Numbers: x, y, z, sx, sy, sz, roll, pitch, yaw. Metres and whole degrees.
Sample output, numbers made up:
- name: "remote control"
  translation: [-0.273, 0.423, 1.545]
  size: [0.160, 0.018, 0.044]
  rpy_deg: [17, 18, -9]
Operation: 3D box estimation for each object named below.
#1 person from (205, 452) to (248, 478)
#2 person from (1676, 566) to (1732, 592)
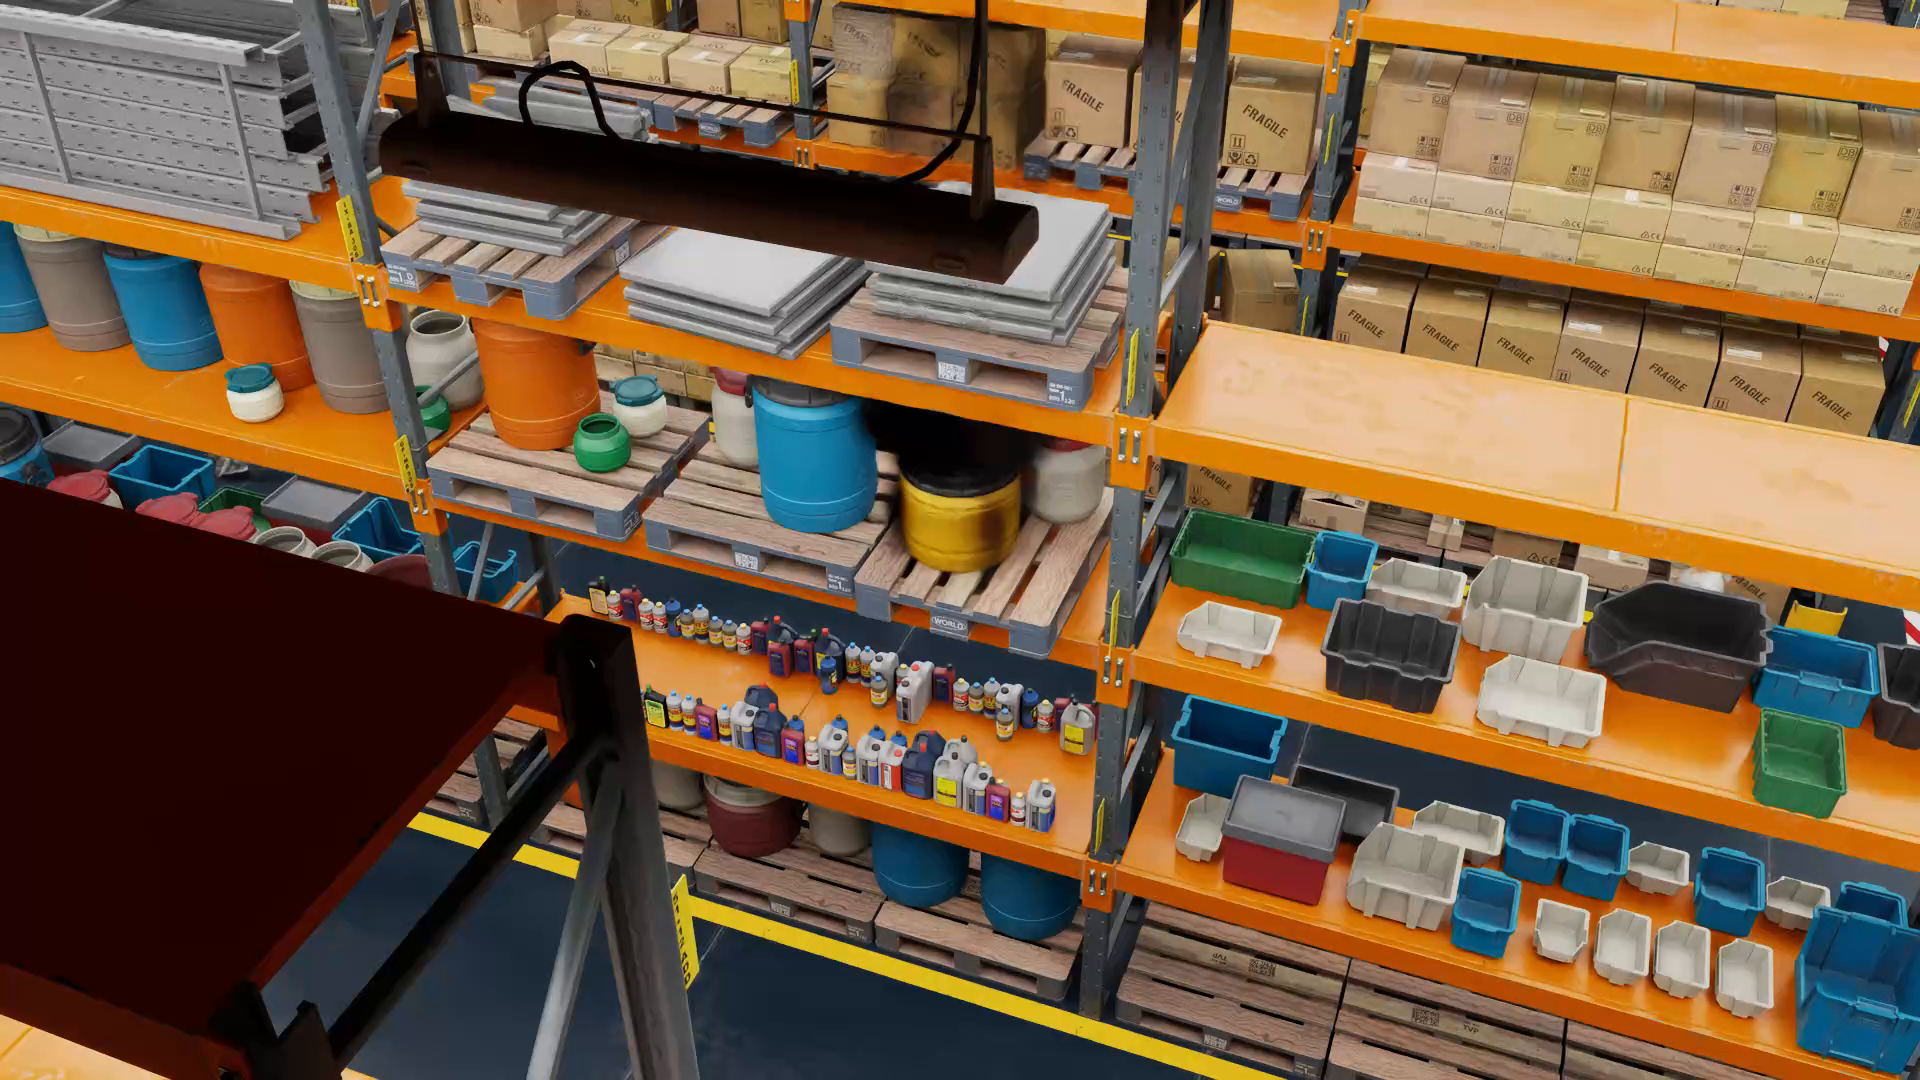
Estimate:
- name: "person"
  translation: [-6.325, -1.220, 13.715]
  size: [0.576, 1.561, 0.534]
  rpy_deg: [2, 37, 3]
- name: "person"
  translation: [4.885, 0.657, 11.104]
  size: [0.801, 1.715, 0.571]
  rpy_deg: [9, 37, 12]
